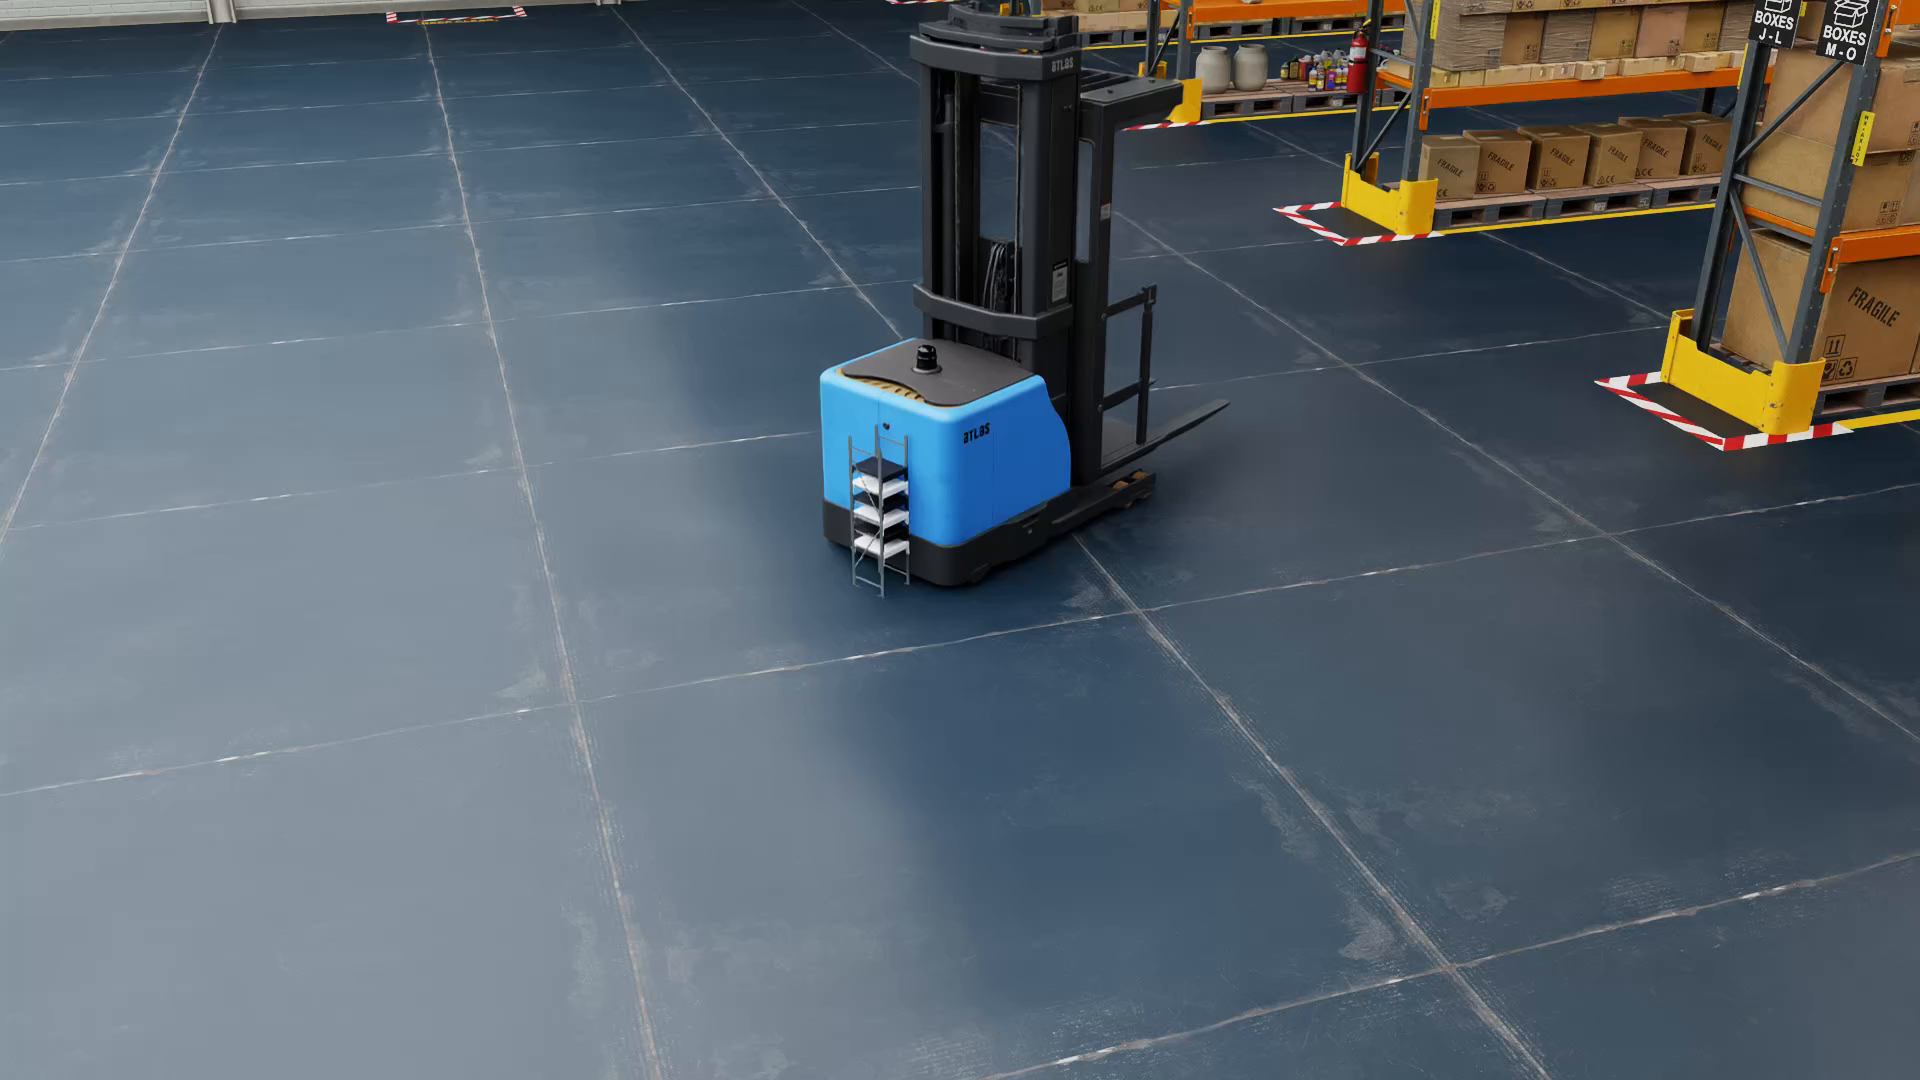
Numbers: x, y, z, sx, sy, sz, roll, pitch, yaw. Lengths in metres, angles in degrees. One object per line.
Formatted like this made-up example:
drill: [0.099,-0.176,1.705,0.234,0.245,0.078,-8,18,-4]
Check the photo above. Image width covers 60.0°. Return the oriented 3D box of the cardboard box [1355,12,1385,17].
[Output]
cardboard box: [6.186,-8.212,25.538,0.500,0.250,0.500,-9,28,-18]

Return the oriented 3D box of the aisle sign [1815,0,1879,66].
aisle sign: [5.474,-3.339,10.180,0.004,0.787,0.394,-8,28,-16]

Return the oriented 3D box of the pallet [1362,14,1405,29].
pallet: [6.599,-8.201,26.032,1.213,0.211,1.003,-8,28,-16]

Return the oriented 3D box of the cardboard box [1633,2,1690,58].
cardboard box: [6.435,-4.950,15.901,0.500,0.500,0.875,-8,28,-16]

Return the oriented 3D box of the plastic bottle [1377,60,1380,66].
plastic bottle: [5.210,-5.806,20.632,0.133,0.283,0.061,-8,28,-16]

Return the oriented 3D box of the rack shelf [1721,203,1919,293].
rack shelf: [7.350,-2.265,11.747,4.000,0.370,1.077,-8,28,-16]

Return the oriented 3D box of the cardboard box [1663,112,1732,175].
cardboard box: [7.420,-4.004,16.780,0.500,0.500,0.500,-9,28,-18]

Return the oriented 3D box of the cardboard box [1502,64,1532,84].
cardboard box: [5.071,-4.346,15.414,0.250,0.149,0.380,-8,28,-16]

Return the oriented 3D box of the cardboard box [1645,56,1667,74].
cardboard box: [6.495,-4.556,15.836,0.250,0.149,0.380,-8,28,-16]

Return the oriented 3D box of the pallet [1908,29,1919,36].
pallet: [9.746,-5.148,16.963,1.213,0.211,1.003,-8,28,-16]

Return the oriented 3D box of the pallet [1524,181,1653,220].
pallet: [6.023,-3.447,16.457,1.213,0.211,1.003,-8,28,-16]

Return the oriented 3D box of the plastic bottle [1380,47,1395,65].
plastic bottle: [5.427,-6.081,21.111,0.185,0.351,0.144,-8,28,-16]

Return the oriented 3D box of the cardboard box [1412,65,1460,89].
cardboard box: [4.354,-4.248,15.217,0.250,0.149,0.380,-8,28,-16]

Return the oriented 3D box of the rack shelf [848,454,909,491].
rack shelf: [-0.437,-0.364,8.939,0.258,0.077,0.200,21,34,36]

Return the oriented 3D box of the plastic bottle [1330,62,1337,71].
plastic bottle: [4.701,-5.920,20.954,0.097,0.201,0.097,0,26,0]

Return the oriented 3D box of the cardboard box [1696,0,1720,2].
cardboard box: [6.995,-5.352,15.585,0.500,0.500,0.500,-8,28,-16]

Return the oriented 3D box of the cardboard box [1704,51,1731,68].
cardboard box: [7.202,-4.668,16.061,0.250,0.149,0.380,-8,28,-16]

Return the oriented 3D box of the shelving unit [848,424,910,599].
shelving unit: [-0.437,-0.152,9.044,0.258,0.900,0.210,21,34,36]

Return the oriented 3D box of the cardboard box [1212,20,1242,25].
cardboard box: [3.896,-7.898,24.905,0.500,0.250,0.500,-8,28,-16]

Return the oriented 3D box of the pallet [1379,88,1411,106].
pallet: [5.627,-5.744,21.082,1.213,0.211,1.003,-8,28,-16]

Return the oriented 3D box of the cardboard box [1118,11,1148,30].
cardboard box: [2.473,-7.687,24.480,0.500,0.250,0.500,-8,28,-16]

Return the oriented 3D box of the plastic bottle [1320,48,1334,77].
plastic bottle: [4.622,-6.032,21.012,0.185,0.351,0.144,-7,27,-14]

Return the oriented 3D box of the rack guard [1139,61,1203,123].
rack guard: [2.533,-5.427,20.120,0.348,0.500,1.175,-8,28,-16]

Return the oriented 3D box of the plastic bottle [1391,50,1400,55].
plastic bottle: [5.541,-6.130,21.293,0.135,0.276,0.152,-7,27,-14]

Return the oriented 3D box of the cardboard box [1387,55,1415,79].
cardboard box: [4.216,-4.437,15.596,0.250,0.149,0.380,-8,28,-16]

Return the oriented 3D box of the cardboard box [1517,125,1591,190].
cardboard box: [5.767,-3.745,16.259,0.500,0.500,0.500,-6,27,-11]

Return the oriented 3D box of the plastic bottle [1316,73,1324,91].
plastic bottle: [4.394,-5.593,20.294,0.097,0.201,0.097,0,26,0]

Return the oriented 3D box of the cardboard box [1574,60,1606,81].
cardboard box: [5.810,-4.414,15.550,0.250,0.149,0.380,-8,28,-16]

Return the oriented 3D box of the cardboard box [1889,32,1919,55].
cardboard box: [6.308,-3.012,11.060,0.550,0.550,0.875,-8,28,-16]

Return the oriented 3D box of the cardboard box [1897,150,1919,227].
cardboard box: [6.304,-2.534,11.312,0.550,0.550,0.875,-8,28,-16]

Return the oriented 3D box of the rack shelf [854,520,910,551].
rack shelf: [-0.437,-0.042,9.099,0.258,0.077,0.200,21,34,36]

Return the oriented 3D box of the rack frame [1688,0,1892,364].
rack frame: [5.449,-2.312,11.033,0.127,3.000,1.000,-8,28,-16]

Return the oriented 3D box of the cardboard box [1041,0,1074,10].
cardboard box: [1.362,-8.104,24.476,0.500,0.500,0.500,-8,28,-16]

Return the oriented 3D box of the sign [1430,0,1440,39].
sign: [4.177,-4.581,14.630,0.005,0.325,0.100,-8,28,-16]

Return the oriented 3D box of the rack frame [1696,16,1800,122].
rack frame: [7.812,-4.973,16.395,0.127,3.000,1.000,-8,28,-16]

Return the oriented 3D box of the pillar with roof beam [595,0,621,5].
pillar with roof beam: [-4.567,-11.208,22.207,0.400,9.000,9.100,-8,28,-16]

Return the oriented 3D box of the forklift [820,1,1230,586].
forklift: [0.557,-1.636,9.749,1.130,2.935,3.031,21,34,36]

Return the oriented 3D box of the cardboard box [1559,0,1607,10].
cardboard box: [5.569,-5.144,15.167,0.500,0.500,0.500,-8,28,-16]

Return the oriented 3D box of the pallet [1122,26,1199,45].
pallet: [2.817,-7.652,24.926,1.213,0.211,1.003,-8,28,-16]

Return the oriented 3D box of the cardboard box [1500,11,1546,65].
cardboard box: [4.979,-4.784,15.567,0.500,0.500,0.875,-8,28,-16]

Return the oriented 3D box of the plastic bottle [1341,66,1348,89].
plastic bottle: [4.717,-5.671,20.372,0.097,0.271,0.097,0,26,0]

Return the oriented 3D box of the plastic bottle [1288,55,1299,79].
plastic bottle: [4.191,-5.959,20.940,0.133,0.283,0.061,-8,27,-15]

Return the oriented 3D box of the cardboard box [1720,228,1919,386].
cardboard box: [6.073,-1.669,11.656,0.875,0.875,0.875,-8,28,-16]

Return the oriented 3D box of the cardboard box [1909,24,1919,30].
cardboard box: [9.432,-5.485,16.838,0.637,0.503,0.797,-5,27,-11]

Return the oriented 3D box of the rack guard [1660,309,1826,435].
rack guard: [5.426,-1.189,11.582,0.348,0.500,1.175,-8,28,-16]
